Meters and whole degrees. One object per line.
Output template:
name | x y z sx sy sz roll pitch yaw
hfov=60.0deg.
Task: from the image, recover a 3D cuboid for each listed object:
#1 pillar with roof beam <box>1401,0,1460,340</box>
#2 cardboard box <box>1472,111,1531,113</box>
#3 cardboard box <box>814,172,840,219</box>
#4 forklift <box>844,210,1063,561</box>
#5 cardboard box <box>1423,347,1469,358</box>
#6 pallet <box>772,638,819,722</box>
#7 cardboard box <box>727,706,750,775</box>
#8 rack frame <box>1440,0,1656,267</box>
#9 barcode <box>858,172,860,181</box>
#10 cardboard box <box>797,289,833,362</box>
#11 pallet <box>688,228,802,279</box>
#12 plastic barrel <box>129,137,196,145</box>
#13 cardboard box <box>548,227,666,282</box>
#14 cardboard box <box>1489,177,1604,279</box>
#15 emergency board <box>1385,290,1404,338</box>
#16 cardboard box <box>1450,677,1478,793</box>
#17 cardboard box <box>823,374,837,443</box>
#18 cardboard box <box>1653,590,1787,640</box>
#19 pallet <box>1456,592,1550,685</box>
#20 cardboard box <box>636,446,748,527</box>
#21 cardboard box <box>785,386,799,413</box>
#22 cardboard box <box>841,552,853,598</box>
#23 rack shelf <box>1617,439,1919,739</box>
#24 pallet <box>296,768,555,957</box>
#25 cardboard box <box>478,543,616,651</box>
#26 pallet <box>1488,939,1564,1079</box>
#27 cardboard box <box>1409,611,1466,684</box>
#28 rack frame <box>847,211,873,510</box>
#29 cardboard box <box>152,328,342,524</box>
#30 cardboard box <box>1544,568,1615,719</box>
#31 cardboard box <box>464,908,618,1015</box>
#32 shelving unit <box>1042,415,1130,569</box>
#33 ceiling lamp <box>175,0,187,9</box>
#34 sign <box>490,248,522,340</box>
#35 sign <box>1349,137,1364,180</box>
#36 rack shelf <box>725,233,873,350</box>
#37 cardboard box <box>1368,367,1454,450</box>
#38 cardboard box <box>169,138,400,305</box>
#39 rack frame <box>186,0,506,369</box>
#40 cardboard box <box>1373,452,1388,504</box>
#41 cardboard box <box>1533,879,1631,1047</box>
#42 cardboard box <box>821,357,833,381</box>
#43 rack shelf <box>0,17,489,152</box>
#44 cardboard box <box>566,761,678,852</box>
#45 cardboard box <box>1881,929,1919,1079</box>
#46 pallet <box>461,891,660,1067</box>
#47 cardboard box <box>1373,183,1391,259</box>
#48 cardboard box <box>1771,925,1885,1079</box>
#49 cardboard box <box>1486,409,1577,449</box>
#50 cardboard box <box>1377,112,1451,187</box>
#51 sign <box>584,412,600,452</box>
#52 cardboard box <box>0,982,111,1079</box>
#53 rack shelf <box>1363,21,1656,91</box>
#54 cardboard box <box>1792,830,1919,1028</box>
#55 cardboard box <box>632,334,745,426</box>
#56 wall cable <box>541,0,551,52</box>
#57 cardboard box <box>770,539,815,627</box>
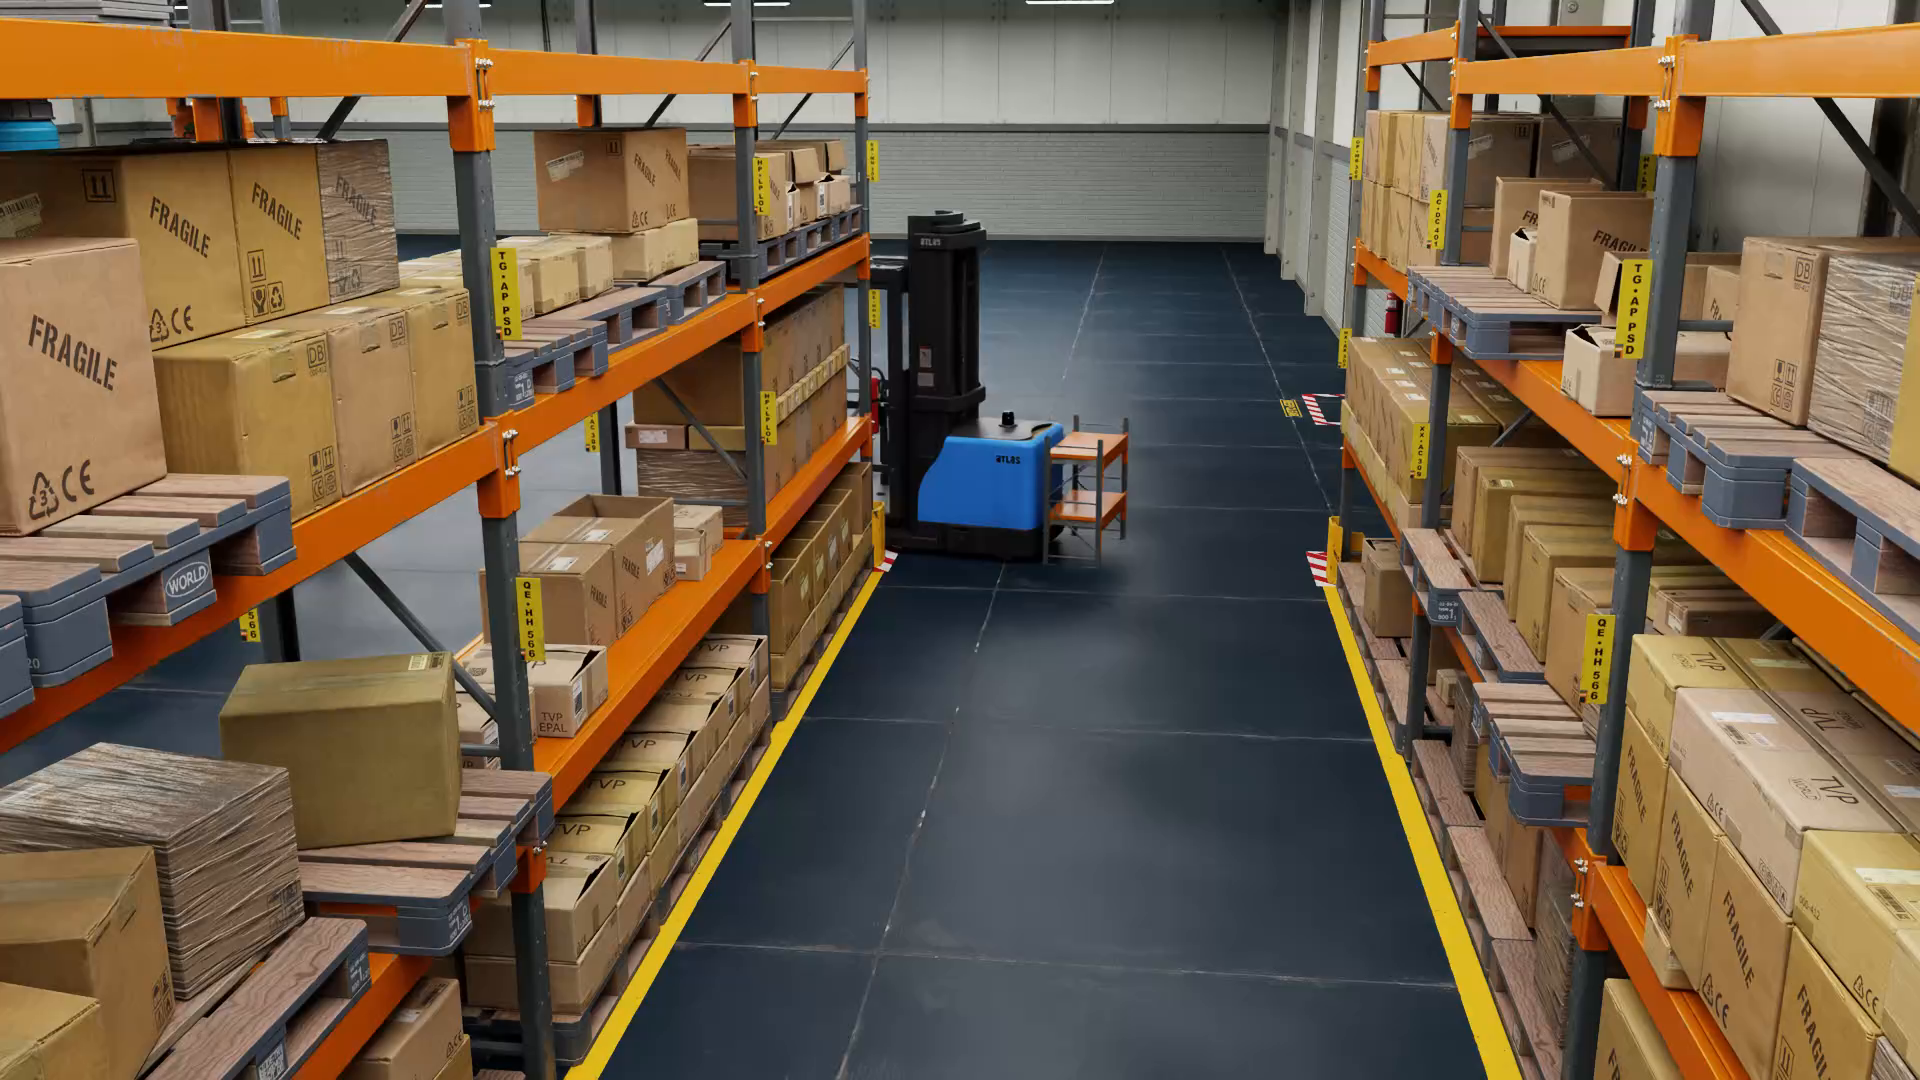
pillar with roof beam | 0.850 -5.495 18.244 9.100 9.000 0.400 2 15 6
cardboard box | 3.831 -2.850 12.065 0.500 0.500 0.500 3 15 10
cardboard box | -1.183 -2.493 11.985 0.500 0.311 0.500 4 16 13
forklift | -0.631 -1.450 14.910 3.031 2.935 1.130 5 16 19
cardboard box | 3.762 -1.164 12.531 0.500 0.500 0.500 2 15 7
pallet | -1.572 0.910 11.391 1.003 0.211 1.213 2 15 6
cardboard box | -1.521 1.141 9.658 0.500 0.250 0.500 1 15 5
rack frame | 3.219 -2.982 8.949 1.000 3.000 0.127 2 15 6
barcode | -0.807 -2.904 13.296 0.001 0.075 0.075 2 15 6
cardboard box | -1.377 -1.672 12.920 0.700 0.500 0.500 1 15 5
pallet | -1.633 -1.858 10.709 1.003 0.211 1.213 2 15 6
plastic barrel | -6.176 -2.857 13.070 0.600 0.588 0.600 0 15 0
cardboard box | -1.842 -1.507 8.725 0.500 0.250 0.500 0 15 1
cardboard box | 3.078 -1.645 8.757 0.500 0.500 0.500 4 16 14
emergency board | 5.445 -3.112 20.925 0.194 1.169 0.643 2 15 6
cardboard box | 3.153 1.100 9.293 0.700 0.500 0.500 2 15 8
cardboard box | -1.372 -1.059 13.141 0.700 0.500 0.500 2 15 8
cardboard box | 2.777 0.288 6.075 0.380 0.149 0.250 0 15 -1
pallet | 2.950 0.530 7.824 1.003 0.211 1.213 2 15 6
cardboard box | -1.660 -0.394 10.682 0.700 0.500 0.500 1 15 5
cardboard box | -1.339 -0.990 11.644 0.380 0.149 0.250 1 15 5
cardboard box | -1.118 0.264 12.902 0.500 0.250 0.500 2 15 6
rack shelf | 2.542 0.370 3.680 1.077 0.370 4.000 2 15 6
pallet | -2.162 1.077 5.799 1.213 0.211 1.003 2 15 6
cardboard box | -1.982 0.323 8.030 0.500 0.500 0.500 1 15 3
pallet | 2.857 2.095 7.009 1.003 0.211 1.213 2 15 6
cardboard box | 3.296 0.638 11.001 0.500 0.500 0.500 1 15 2
rack frame | -1.252 -1.268 14.105 1.000 3.000 0.127 2 15 6
cardboard box | -2.287 -0.308 4.617 0.910 0.500 0.500 2 15 6
cardboard box | 2.847 0.423 6.816 0.700 0.500 0.500 0 15 1
cardboard box | -1.804 1.804 7.206 0.500 0.250 0.500 2 15 6
shelving unit | 1.115 -0.442 14.641 0.538 1.125 1.048 5 16 17
ceiling lamp | -19.180 -14.196 39.241 2.000 3.185 0.800 2 15 6
sign | -1.616 -0.874 5.912 0.100 0.325 0.005 2 15 6
sign | 3.131 -3.009 13.122 0.100 0.325 0.005 2 15 6
rack shelf | -1.478 -1.850 11.889 1.077 0.370 4.000 2 15 6
cardboard box | 3.141 -0.911 11.599 0.500 0.500 0.500 2 15 8
cardboard box | -2.210 -1.059 5.479 0.500 0.500 0.500 2 15 6
rack frame | -2.155 -2.089 5.649 1.000 3.000 0.127 2 15 6
cardboard box | 3.077 -0.415 11.198 0.500 0.250 0.500 2 15 6
cardboard box | 2.797 1.758 6.861 0.700 0.500 0.500 2 15 7
cardboard box | -1.193 -1.325 12.882 0.380 0.149 0.250 2 15 7
rack shelf | -2.380 -1.030 3.876 1.077 0.370 4.000 2 15 6
cardboard box | -1.693 1.265 8.127 0.500 0.311 0.500 1 15 5
cardboard box | 2.240 1.032 3.361 0.500 0.250 0.500 2 15 7
pallet | -2.023 1.941 7.581 1.003 0.211 1.213 2 15 6
cardboard box | 3.234 -2.277 11.859 0.500 0.500 0.500 2 15 9
cardboard box | 2.282 1.268 3.926 0.500 0.500 0.500 2 15 8
cardboard box | 3.480 -0.501 10.079 0.500 0.500 0.500 1 15 5
cardboard box | 3.232 -2.757 11.720 0.500 0.500 0.500 2 15 8
sign | -2.255 -0.703 10.204 0.100 0.325 0.005 2 15 6
cardboard box | -2.316 1.297 3.624 0.700 0.500 0.500 4 16 15
rack shelf | 3.445 -3.152 10.962 1.077 0.370 4.000 2 15 6
cardboard box | 2.297 0.900 3.850 0.500 0.250 0.500 1 15 5
cardboard box | -1.660 -1.020 10.512 0.700 0.500 0.500 2 15 7
wall cable | -12.385 -14.604 45.415 2.305 6.003 0.169 2 15 6
cardboard box | -1.291 0.291 11.366 0.500 0.500 0.500 2 15 6
